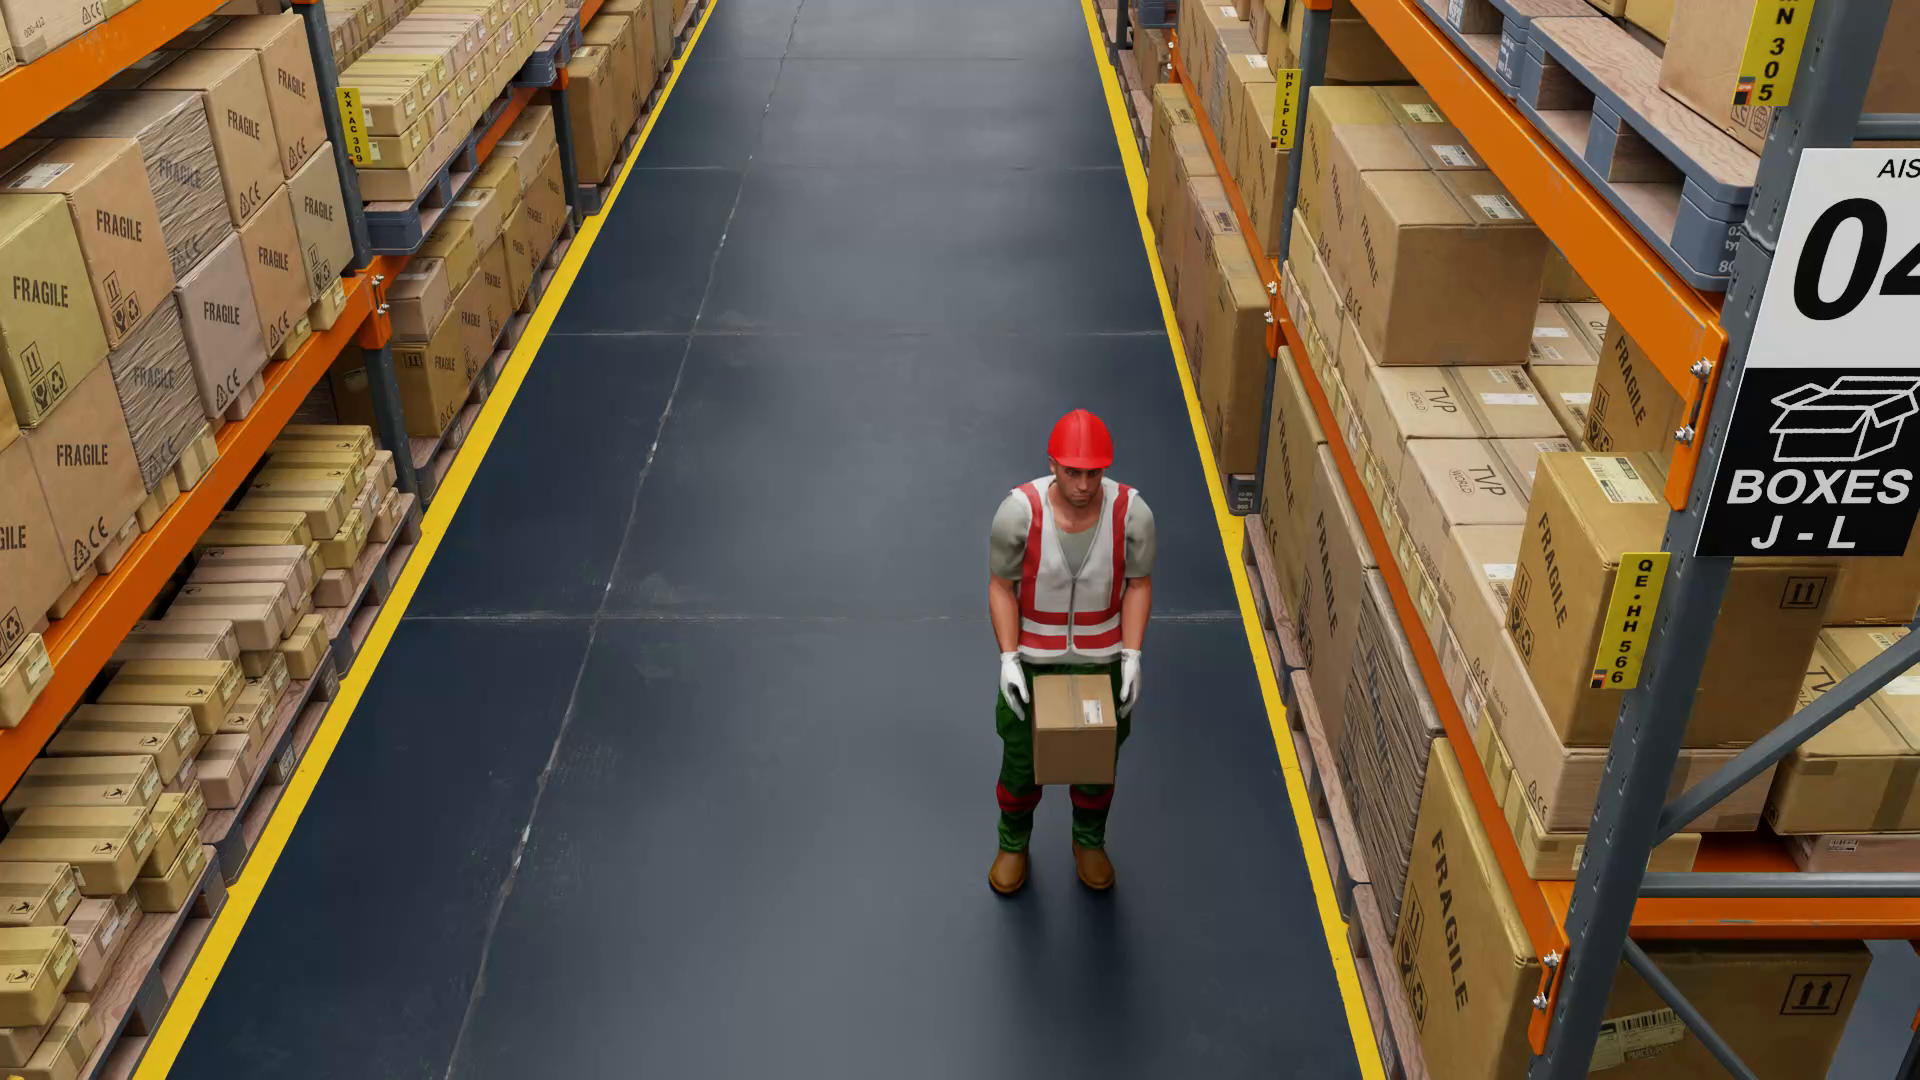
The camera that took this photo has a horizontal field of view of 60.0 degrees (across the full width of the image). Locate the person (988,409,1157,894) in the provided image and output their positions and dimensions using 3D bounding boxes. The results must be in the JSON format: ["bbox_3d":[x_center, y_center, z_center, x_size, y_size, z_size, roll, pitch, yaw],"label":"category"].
[{"bbox_3d":[3.631,-2.475,10.188,7.342,1.791,11.342,-1,31,-1],"label":"person"}]
